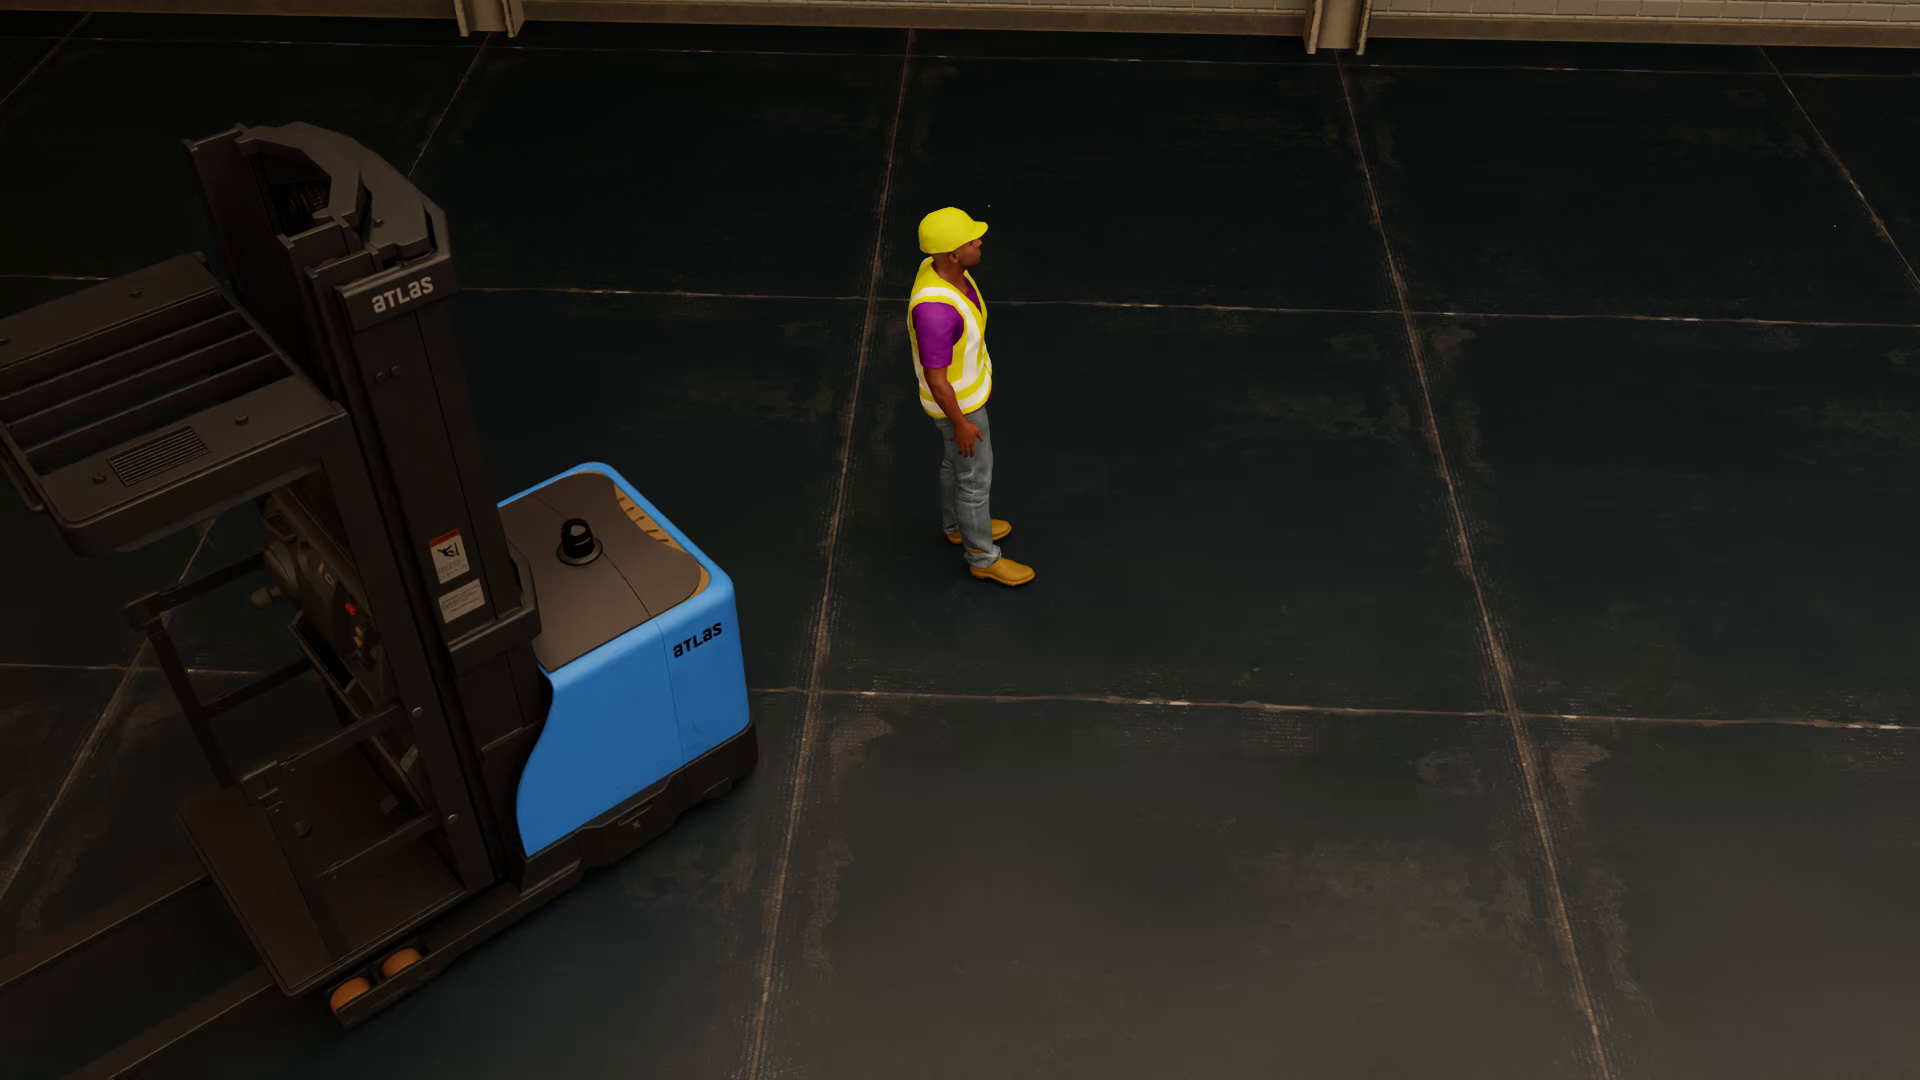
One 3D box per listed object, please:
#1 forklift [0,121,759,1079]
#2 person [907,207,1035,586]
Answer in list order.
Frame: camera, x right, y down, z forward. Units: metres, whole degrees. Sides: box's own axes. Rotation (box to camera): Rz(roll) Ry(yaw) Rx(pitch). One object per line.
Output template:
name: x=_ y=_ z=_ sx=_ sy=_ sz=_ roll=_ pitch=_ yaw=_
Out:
forklift: x=-2.281 y=0.258 z=5.460 sx=3.031 sy=2.935 sz=1.130 roll=-30 pitch=50 yaw=-28
person: x=0.070 y=-0.652 z=7.309 sx=0.575 sy=1.768 sz=0.665 roll=2 pitch=42 yaw=2
